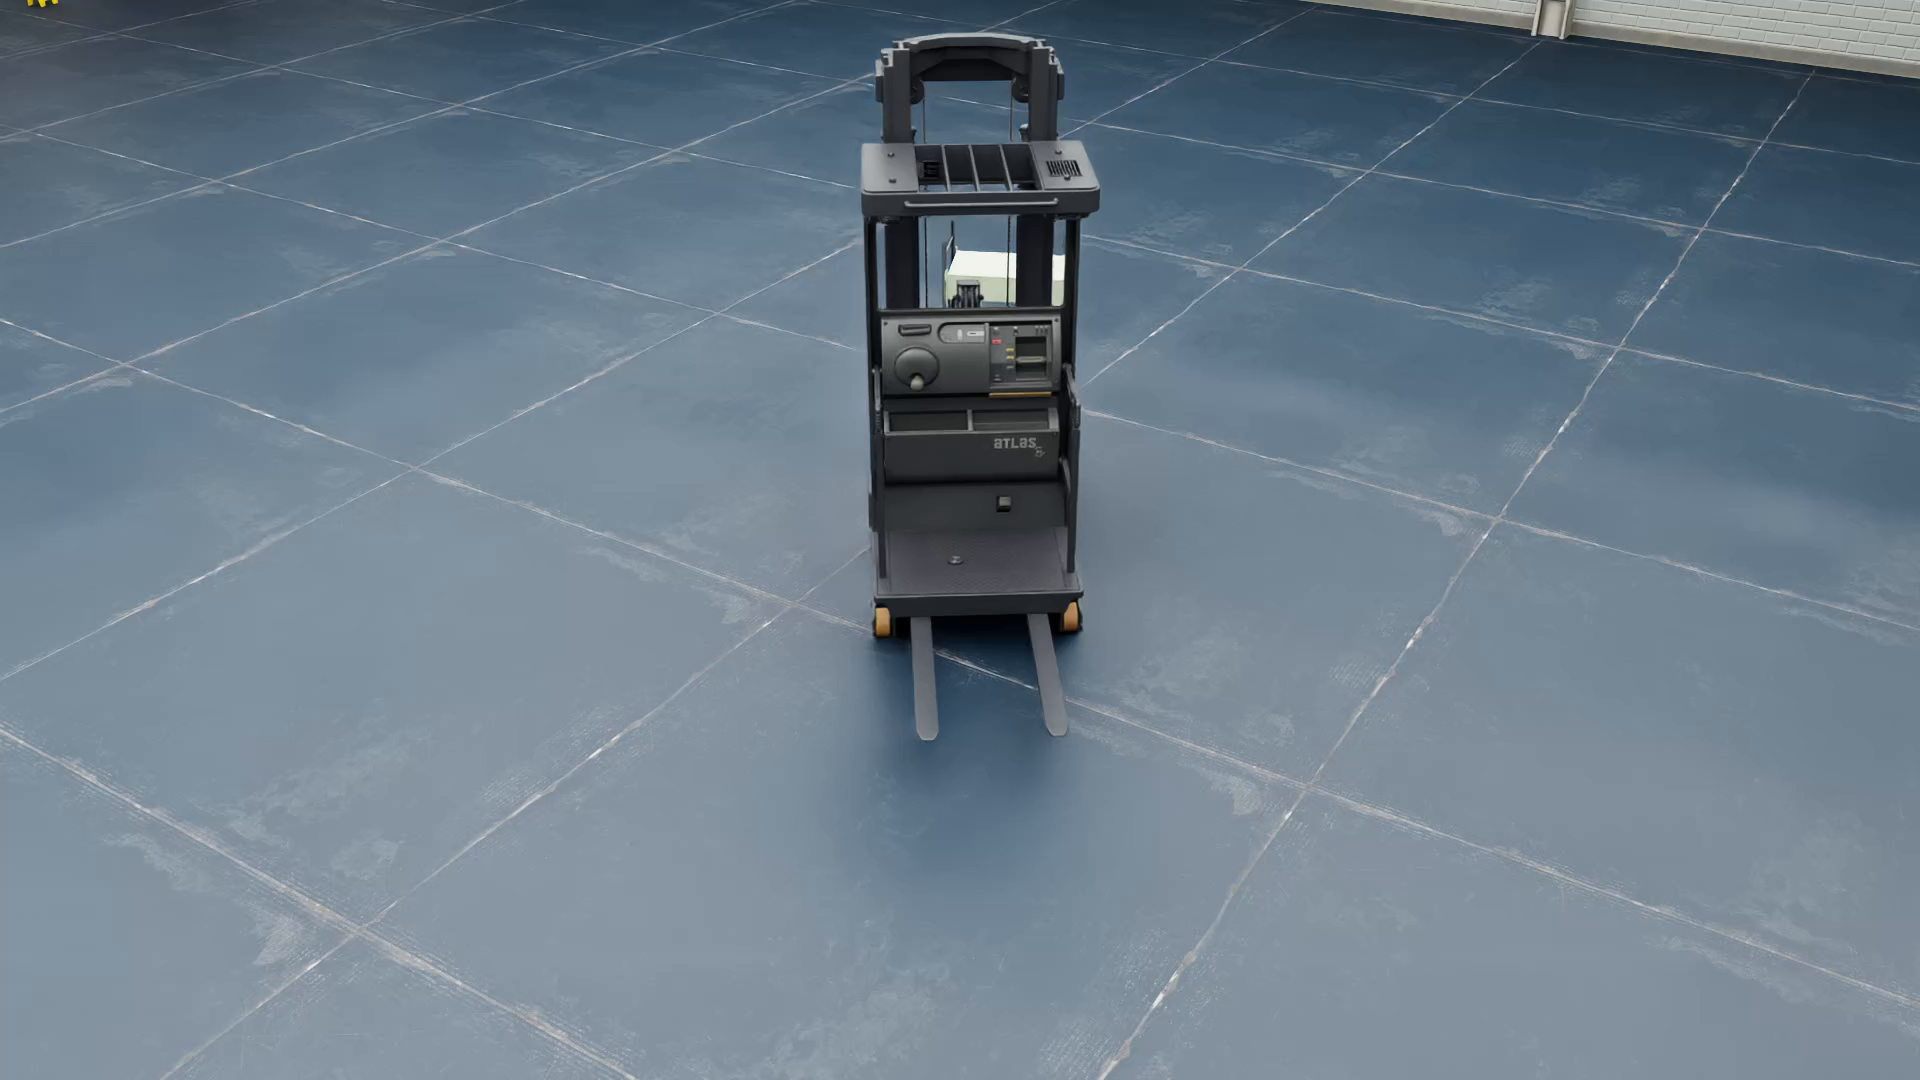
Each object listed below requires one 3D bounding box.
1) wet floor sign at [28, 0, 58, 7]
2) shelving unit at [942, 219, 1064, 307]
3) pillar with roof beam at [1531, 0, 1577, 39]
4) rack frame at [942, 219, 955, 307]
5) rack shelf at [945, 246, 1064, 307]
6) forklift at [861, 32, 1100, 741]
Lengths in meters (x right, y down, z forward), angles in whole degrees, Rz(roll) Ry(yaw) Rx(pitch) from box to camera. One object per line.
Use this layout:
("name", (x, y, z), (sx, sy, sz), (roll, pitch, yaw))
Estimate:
("wet floor sign", (-12.008, -7.297, 21.617), (0.232, 0.644, 0.267), (12, 32, 19))
("shelving unit", (0.294, -1.181, 10.287), (0.755, 1.500, 0.431), (4, 31, 7))
("pillar with roof beam", (4.943, -8.238, 14.941), (0.400, 9.000, 9.100), (18, 35, 27))
("rack frame", (-0.069, -1.207, 10.331), (0.023, 1.500, 0.400), (4, 31, 7))
("rack shelf", (0.294, -1.519, 10.090), (0.720, 0.370, 0.431), (4, 31, 7))
("forklift", (0.073, -0.914, 8.409), (1.130, 2.935, 3.031), (-2, 30, -3))
